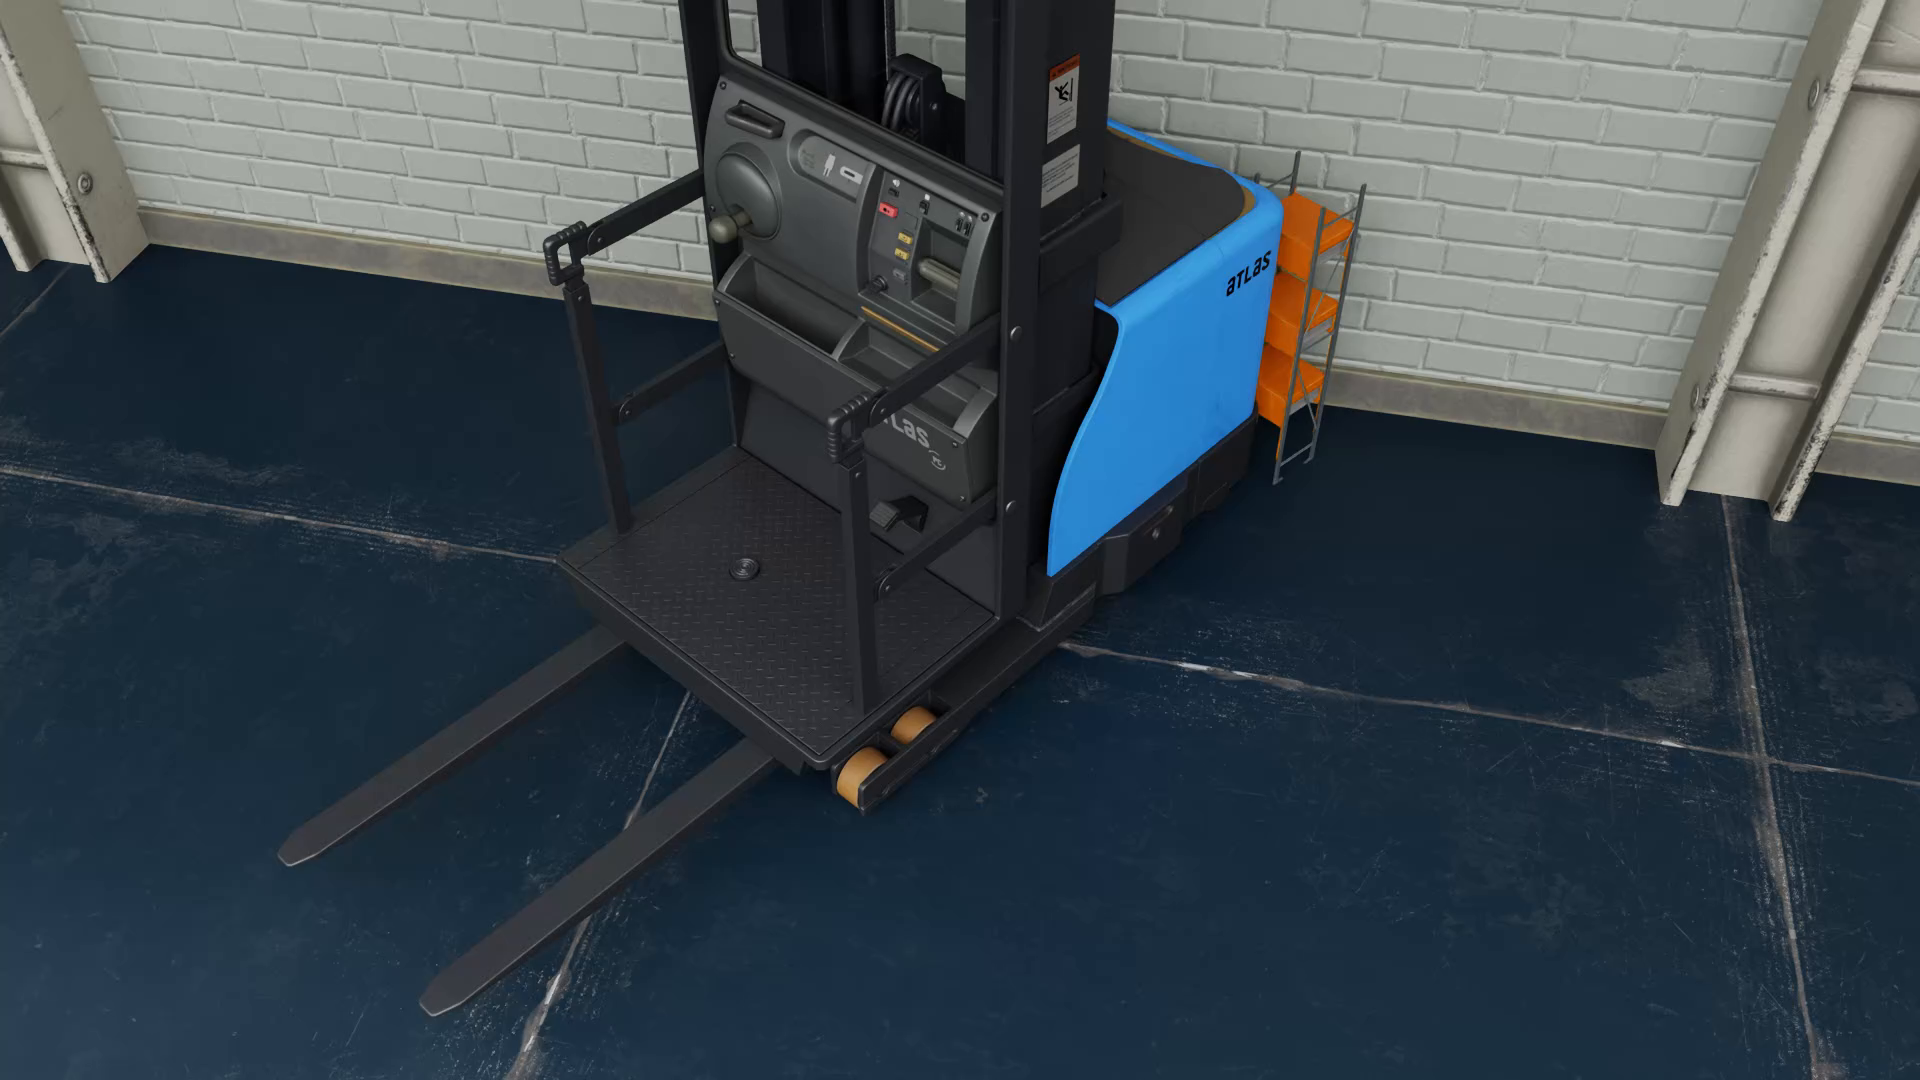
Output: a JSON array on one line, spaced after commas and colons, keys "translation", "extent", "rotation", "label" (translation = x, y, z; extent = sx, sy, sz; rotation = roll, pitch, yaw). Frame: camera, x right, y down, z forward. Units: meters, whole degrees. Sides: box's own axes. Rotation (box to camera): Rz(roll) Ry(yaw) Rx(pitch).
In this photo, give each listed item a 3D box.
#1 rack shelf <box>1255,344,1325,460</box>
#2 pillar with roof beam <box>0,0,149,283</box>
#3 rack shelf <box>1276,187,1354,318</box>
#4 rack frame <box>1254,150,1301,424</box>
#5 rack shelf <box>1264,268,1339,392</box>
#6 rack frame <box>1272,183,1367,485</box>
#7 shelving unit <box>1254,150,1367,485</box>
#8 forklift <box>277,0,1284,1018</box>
[{"translation": [1.017, -0.461, 5.388], "extent": [0.215, 0.259, 0.240], "rotation": [-32, 52, -29], "label": "rack shelf"}, {"translation": [-4.301, -1.429, 0.246], "extent": [0.400, 9.000, 9.100], "rotation": [9, 45, 9], "label": "pillar with roof beam"}, {"translation": [1.017, -0.866, 4.998], "extent": [0.215, 0.259, 0.240], "rotation": [-32, 52, -29], "label": "rack shelf"}, {"translation": [0.936, -0.732, 5.253], "extent": [0.200, 1.050, 0.008], "rotation": [-32, 52, -29], "label": "rack frame"}, {"translation": [1.017, -0.661, 5.195], "extent": [0.215, 0.259, 0.240], "rotation": [-32, 52, -29], "label": "rack shelf"}, {"translation": [1.099, -0.606, 5.122], "extent": [0.200, 1.050, 0.008], "rotation": [-32, 52, -29], "label": "rack frame"}, {"translation": [1.017, -0.669, 5.188], "extent": [0.215, 1.050, 0.252], "rotation": [-32, 52, -29], "label": "shelving unit"}, {"translation": [-0.426, -0.734, 3.899], "extent": [1.130, 2.935, 3.031], "rotation": [32, 53, 29], "label": "forklift"}]
